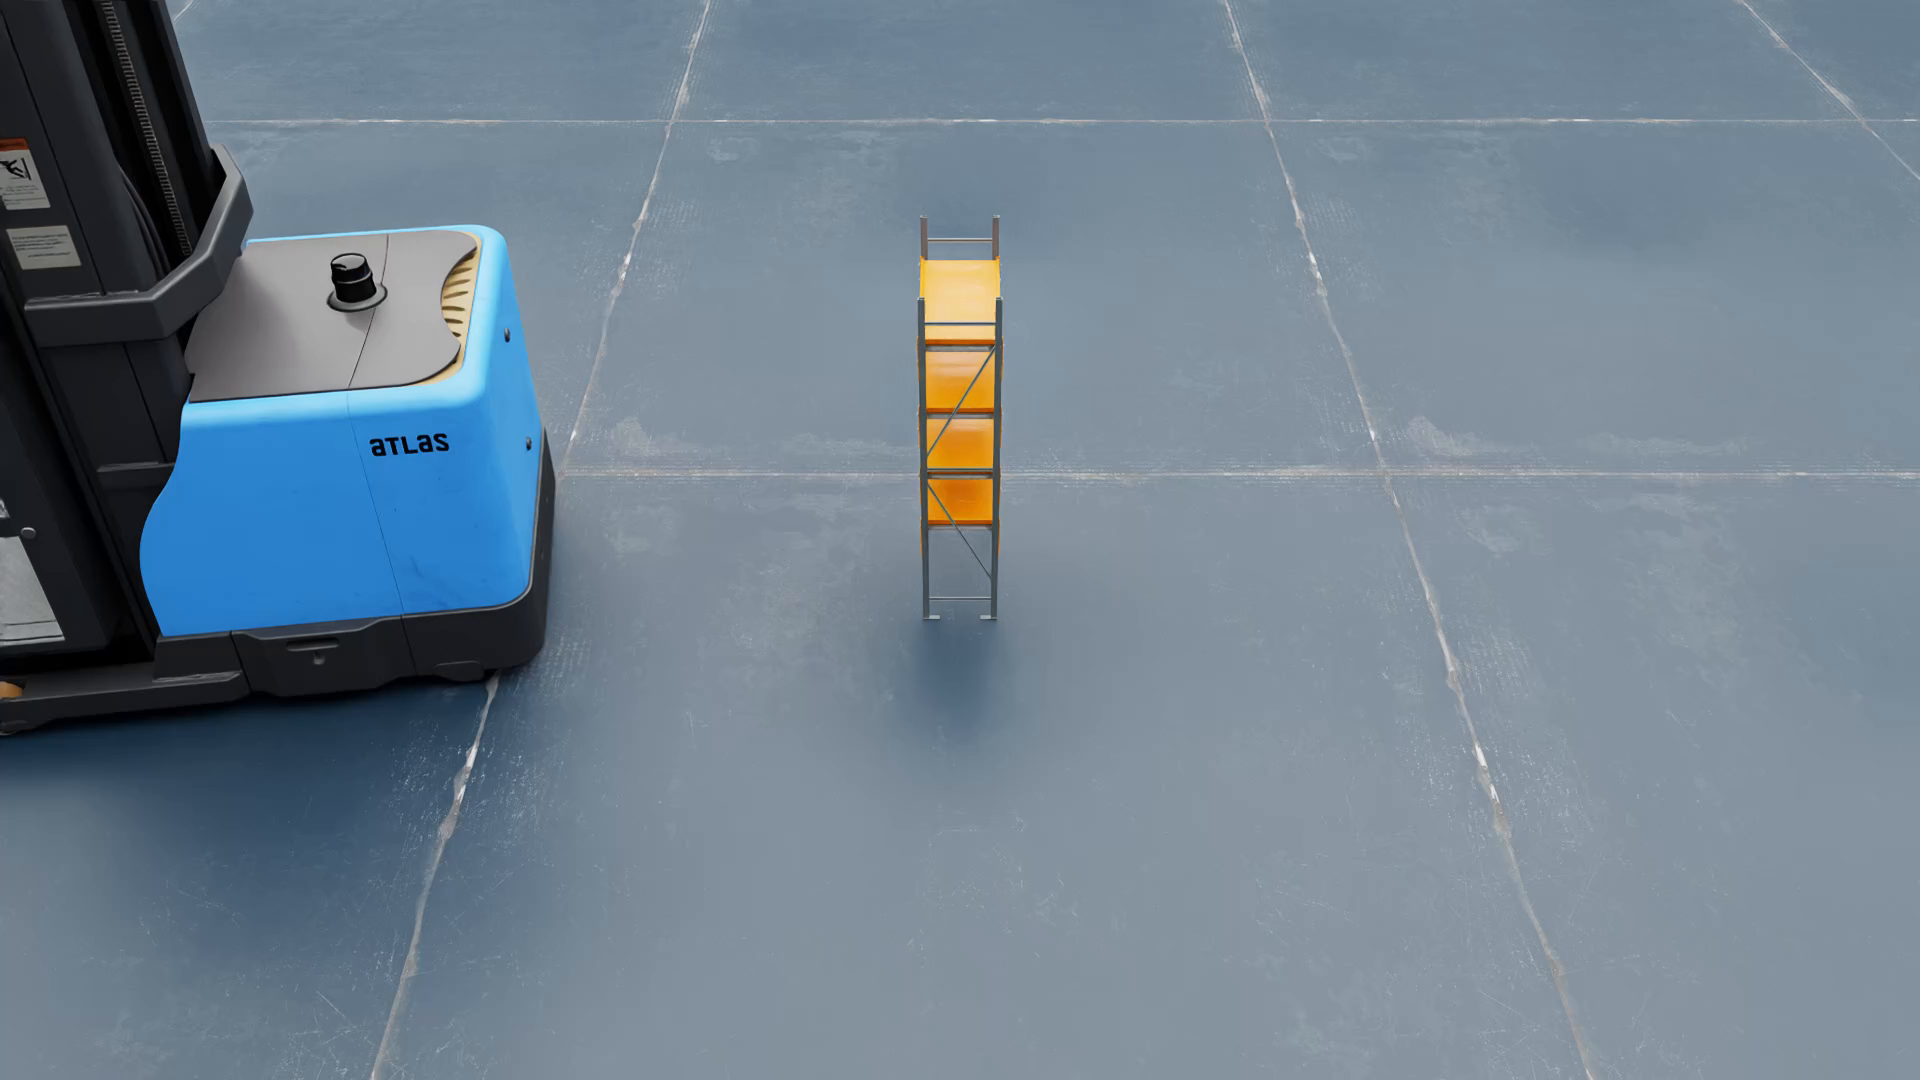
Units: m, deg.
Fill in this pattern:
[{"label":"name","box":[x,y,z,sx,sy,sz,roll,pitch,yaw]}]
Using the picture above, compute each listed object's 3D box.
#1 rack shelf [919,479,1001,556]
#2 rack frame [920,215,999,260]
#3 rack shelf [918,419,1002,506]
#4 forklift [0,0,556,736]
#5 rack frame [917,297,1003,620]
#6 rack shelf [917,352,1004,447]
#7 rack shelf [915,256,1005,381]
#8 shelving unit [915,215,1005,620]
[{"label":"rack shelf","box":[0.000,-0.157,5.412,0.258,0.148,0.480,0,39,0]},{"label":"rack frame","box":[0.000,-0.517,5.436,0.240,1.200,0.015,0,39,0]},{"label":"rack shelf","box":[0.000,-0.312,5.288,0.258,0.148,0.480,0,39,0]},{"label":"forklift","box":[-2.869,-0.891,4.518,3.031,2.935,1.130,-5,39,-7]},{"label":"rack frame","box":[0.000,-0.212,5.055,0.240,1.200,0.015,0,39,0]},{"label":"rack shelf","box":[0.000,-0.487,5.148,0.258,0.148,0.480,0,39,0]},{"label":"rack shelf","box":[0.000,-0.671,5.000,0.258,0.148,0.480,0,39,0]},{"label":"shelving unit","box":[0.000,-0.365,5.246,0.258,1.200,0.503,0,39,0]}]
